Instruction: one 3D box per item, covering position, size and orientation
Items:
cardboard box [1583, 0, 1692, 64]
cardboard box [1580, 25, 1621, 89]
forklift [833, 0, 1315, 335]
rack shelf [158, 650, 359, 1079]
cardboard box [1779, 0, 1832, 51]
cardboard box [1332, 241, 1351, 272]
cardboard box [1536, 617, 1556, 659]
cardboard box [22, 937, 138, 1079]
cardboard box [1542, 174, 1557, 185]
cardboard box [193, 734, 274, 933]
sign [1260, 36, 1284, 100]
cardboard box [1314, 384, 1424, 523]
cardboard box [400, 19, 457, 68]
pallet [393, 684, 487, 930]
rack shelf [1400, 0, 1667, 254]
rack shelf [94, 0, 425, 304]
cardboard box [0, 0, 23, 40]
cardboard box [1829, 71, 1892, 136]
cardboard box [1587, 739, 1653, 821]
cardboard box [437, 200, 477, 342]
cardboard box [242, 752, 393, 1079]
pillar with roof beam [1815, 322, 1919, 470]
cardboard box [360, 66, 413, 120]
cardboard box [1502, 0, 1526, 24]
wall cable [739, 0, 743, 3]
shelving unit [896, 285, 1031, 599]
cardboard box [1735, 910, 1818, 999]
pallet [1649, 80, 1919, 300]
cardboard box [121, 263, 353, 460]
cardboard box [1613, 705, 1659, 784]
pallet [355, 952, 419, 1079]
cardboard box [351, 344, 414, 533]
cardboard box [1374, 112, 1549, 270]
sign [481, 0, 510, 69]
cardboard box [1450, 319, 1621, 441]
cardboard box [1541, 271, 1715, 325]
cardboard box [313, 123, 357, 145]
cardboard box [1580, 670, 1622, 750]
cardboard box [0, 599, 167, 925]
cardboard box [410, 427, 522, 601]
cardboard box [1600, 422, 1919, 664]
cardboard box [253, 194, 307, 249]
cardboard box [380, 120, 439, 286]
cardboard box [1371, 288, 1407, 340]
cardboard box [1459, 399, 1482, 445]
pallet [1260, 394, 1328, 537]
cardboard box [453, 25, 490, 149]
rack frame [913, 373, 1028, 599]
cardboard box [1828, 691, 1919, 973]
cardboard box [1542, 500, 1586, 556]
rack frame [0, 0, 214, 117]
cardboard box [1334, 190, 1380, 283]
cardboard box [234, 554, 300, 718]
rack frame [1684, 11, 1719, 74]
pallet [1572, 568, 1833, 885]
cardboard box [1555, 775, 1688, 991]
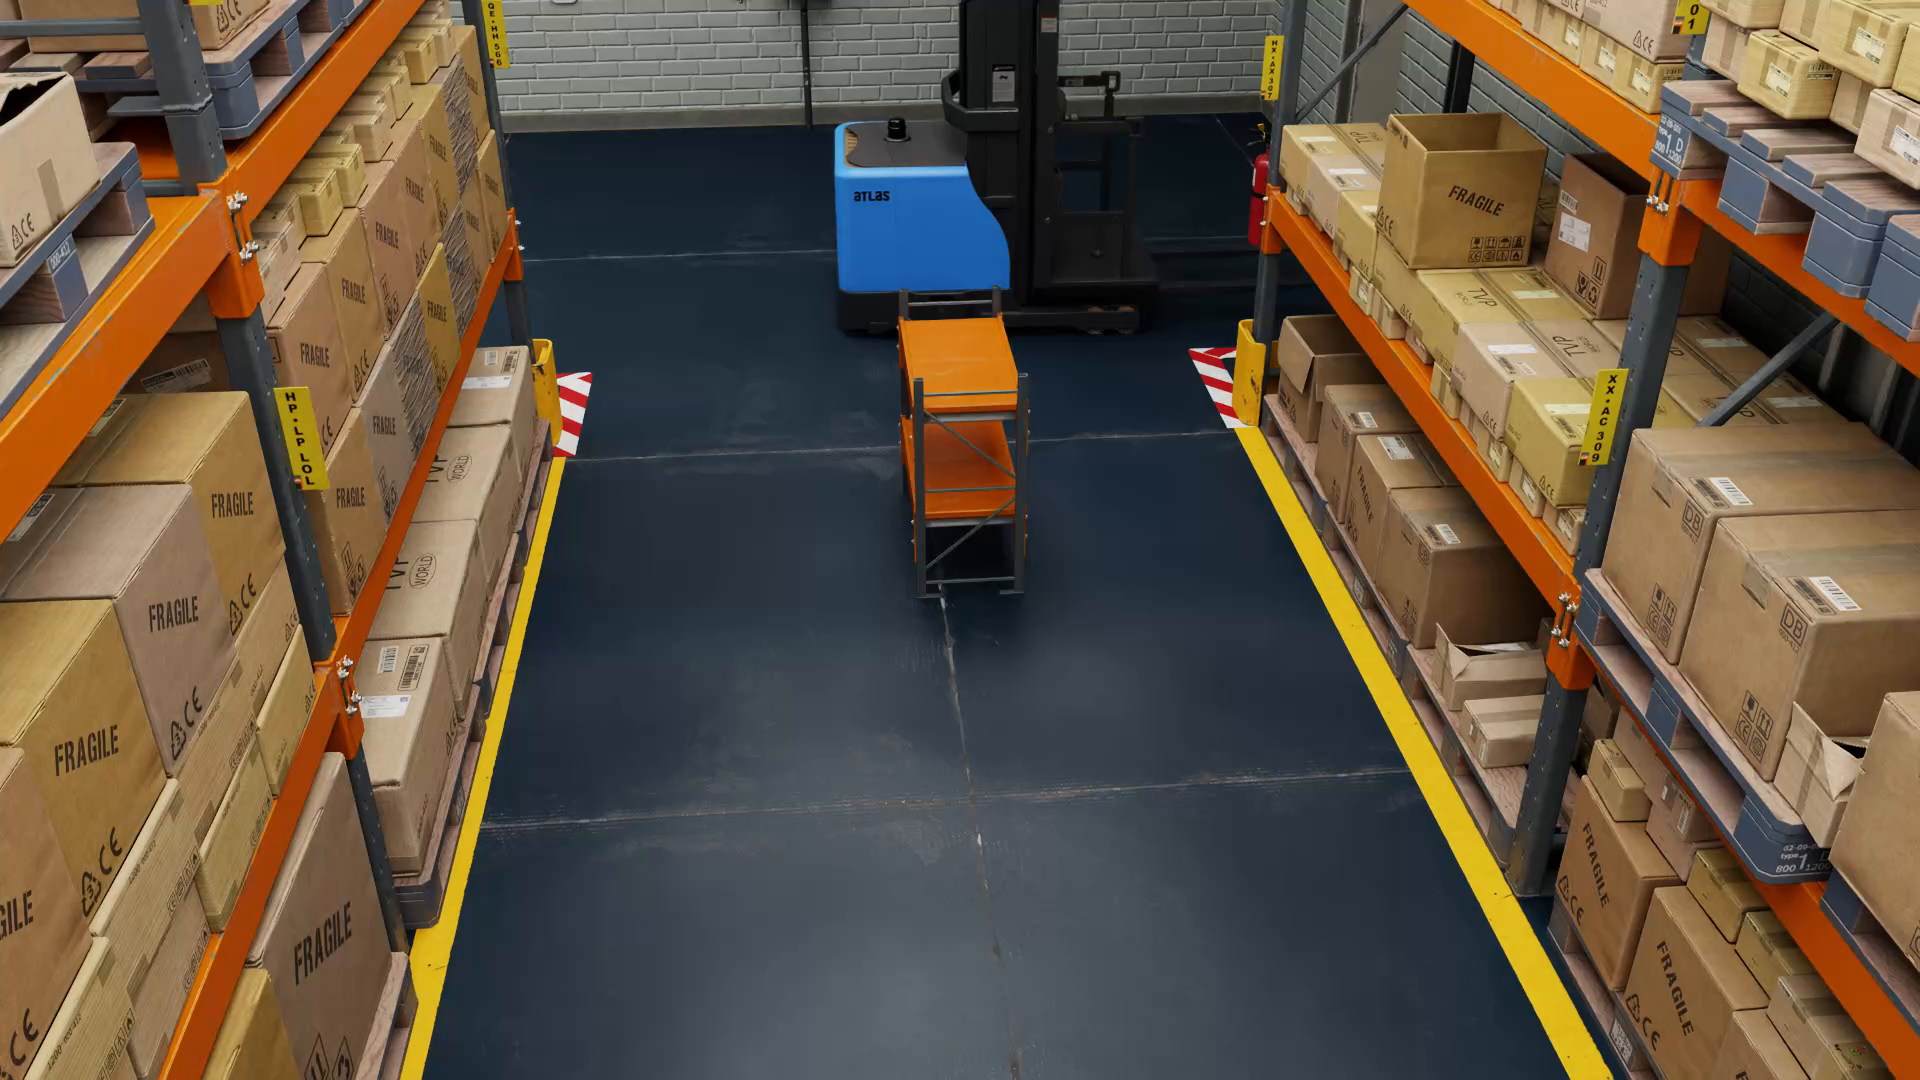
[{"bbox_3d":[2.224,-1.619,4.966,0.500,0.250,0.500,-3,31,-4],"label":"cardboard box"},{"bbox_3d":[2.171,-1.508,5.169,0.380,0.149,0.250,-3,31,-5],"label":"cardboard box"},{"bbox_3d":[0.726,-2.814,10.103,3.031,2.935,1.130,-2,31,-3],"label":"forklift"},{"bbox_3d":[-2.237,1.536,3.454,1.077,0.370,4.000,-3,31,-5],"label":"rack shelf"},{"bbox_3d":[2.205,-1.258,3.954,0.380,0.149,0.250,-2,31,-4],"label":"cardboard box"},{"bbox_3d":[1.994,-1.395,7.905,0.380,0.149,0.250,-2,31,-3],"label":"cardboard box"},{"bbox_3d":[2.651,0.440,6.958,0.380,0.149,0.250,-3,31,-5],"label":"cardboard box"},{"bbox_3d":[-1.967,1.049,3.227,0.500,0.250,0.500,-2,31,-4],"label":"cardboard box"},{"bbox_3d":[2.499,-1.653,7.949,0.500,0.250,0.500,-3,31,-4],"label":"cardboard box"},{"bbox_3d":[-2.084,0.748,4.219,0.500,0.250,0.500,-3,31,-5],"label":"cardboard box"},{"bbox_3d":[1.604,-2.421,8.534,0.100,0.325,0.005,-3,31,-5],"label":"sign"},{"bbox_3d":[2.148,-0.428,8.069,0.700,0.500,0.500,-2,31,-3],"label":"cardboard box"},{"bbox_3d":[-2.409,-2.157,7.230,0.380,0.149,0.250,-3,31,-5],"label":"cardboard box"},{"bbox_3d":[-2.417,1.012,6.351,1.003,0.211,1.213,-3,31,-5],"label":"pallet"},{"bbox_3d":[2.331,-2.033,6.505,1.077,0.370,4.000,-3,31,-5],"label":"rack shelf"},{"bbox_3d":[-2.610,-1.794,6.104,1.077,0.370,4.000,-3,31,-5],"label":"rack shelf"},{"bbox_3d":[-2.802,-1.558,4.632,0.396,0.266,0.258,-2,31,-3],"label":"cardboard box"},{"bbox_3d":[2.261,-1.006,3.823,0.380,0.149,0.250,-2,31,-4],"label":"cardboard box"},{"bbox_3d":[2.287,0.777,5.420,0.380,0.149,0.250,-1,31,-2],"label":"cardboard box"},{"bbox_3d":[-2.399,-1.126,7.113,0.500,0.500,0.500,-2,31,-3],"label":"cardboard box"},{"bbox_3d":[-2.286,1.251,4.893,0.875,0.875,0.875,-2,31,-3],"label":"cardboard box"},{"bbox_3d":[-0.936,-2.801,4.164,9.100,9.000,0.400,-3,31,-5],"label":"pillar with roof beam"},{"bbox_3d":[-2.390,-1.764,6.573,0.380,0.149,0.250,-2,31,-3],"label":"cardboard box"},{"bbox_3d":[2.140,-1.909,5.840,0.380,0.149,0.250,-2,31,-3],"label":"cardboard box"},{"bbox_3d":[-1.936,-5.224,13.079,0.588,1.984,0.122,-3,31,-5],"label":"wall cable"},{"bbox_3d":[-0.001,-0.486,7.967,0.538,1.125,1.048,-3,31,-5],"label":"shelving unit"},{"bbox_3d":[2.464,1.184,4.738,0.380,0.149,0.250,-3,31,-5],"label":"cardboard box"},{"bbox_3d":[2.509,-0.904,4.097,1.213,0.211,1.003,-3,31,-5],"label":"pallet"},{"bbox_3d":[-2.227,-0.521,5.124,0.500,0.500,0.500,-3,31,-4],"label":"cardboard box"},{"bbox_3d":[2.347,0.646,5.348,0.380,0.149,0.250,-3,31,-5],"label":"cardboard box"},{"bbox_3d":[-2.276,1.794,5.041,1.003,0.211,1.213,-3,31,-5],"label":"pallet"},{"bbox_3d":[-2.250,-0.346,5.806,0.500,0.500,0.500,-3,31,-4],"label":"cardboard box"},{"bbox_3d":[2.059,-1.450,6.878,0.500,0.500,0.500,-2,31,-3],"label":"cardboard box"},{"bbox_3d":[-2.256,-2.454,8.072,0.100,0.325,0.005,-3,31,-5],"label":"sign"},{"bbox_3d":[2.166,-0.600,6.186,0.500,0.250,0.500,-3,31,-4],"label":"cardboard box"},{"bbox_3d":[2.641,-0.882,6.657,0.500,0.250,0.500,-2,31,-4],"label":"cardboard box"},{"bbox_3d":[-2.364,-1.368,5.909,0.380,0.149,0.250,-3,31,-5],"label":"cardboard box"},{"bbox_3d":[2.692,0.592,6.546,0.500,0.311,0.500,-2,31,-3],"label":"cardboard box"},{"bbox_3d":[-2.048,0.474,3.459,0.500,0.500,0.500,-2,31,-3],"label":"cardboard box"},{"bbox_3d":[-2.542,-0.117,7.610,0.875,0.438,0.875,-2,31,-3],"label":"cardboard box"},{"bbox_3d":[2.341,0.001,4.816,0.700,0.500,0.500,-2,31,-3],"label":"cardboard box"},{"bbox_3d":[-2.300,-0.977,5.255,0.380,0.149,0.250,-3,31,-5],"label":"cardboard box"},{"bbox_3d":[-2.349,-1.298,6.426,0.500,0.500,0.500,-3,31,-5],"label":"cardboard box"},{"bbox_3d":[2.018,-0.993,7.233,0.380,0.149,0.250,-2,31,-3],"label":"cardboard box"},{"bbox_3d":[2.145,-0.475,6.365,0.380,0.149,0.250,-2,31,-3],"label":"cardboard box"},{"bbox_3d":[2.227,-0.432,8.769,1.003,0.211,1.213,-3,31,-5],"label":"pallet"},{"bbox_3d":[-2.515,-2.073,7.723,0.500,0.500,0.500,-2,31,-3],"label":"cardboard box"},{"bbox_3d":[0.047,-0.227,7.533,0.500,1.125,0.032,-3,31,-5],"label":"rack frame"},{"bbox_3d":[2.462,0.666,3.702,0.700,0.500,0.500,-3,31,-5],"label":"cardboard box"},{"bbox_3d":[2.237,-0.076,5.697,0.380,0.149,0.250,-2,31,-4],"label":"cardboard box"},{"bbox_3d":[-2.423,-2.369,3.441,1.000,3.000,0.127,-3,31,-5],"label":"rack frame"},{"bbox_3d":[2.017,-1.378,7.489,0.500,0.250,0.500,-3,31,-6],"label":"cardboard box"},{"bbox_3d":[-2.140,0.270,4.532,0.500,0.250,0.500,-3,31,-5],"label":"cardboard box"},{"bbox_3d":[2.518,-2.609,3.842,1.000,3.000,0.127,-3,31,-5],"label":"rack frame"},{"bbox_3d":[2.484,0.462,4.738,1.003,0.211,1.213,-3,31,-5],"label":"pallet"},{"bbox_3d":[2.339,1.117,5.482,0.500,0.500,0.500,-1,31,-2],"label":"cardboard box"}]
